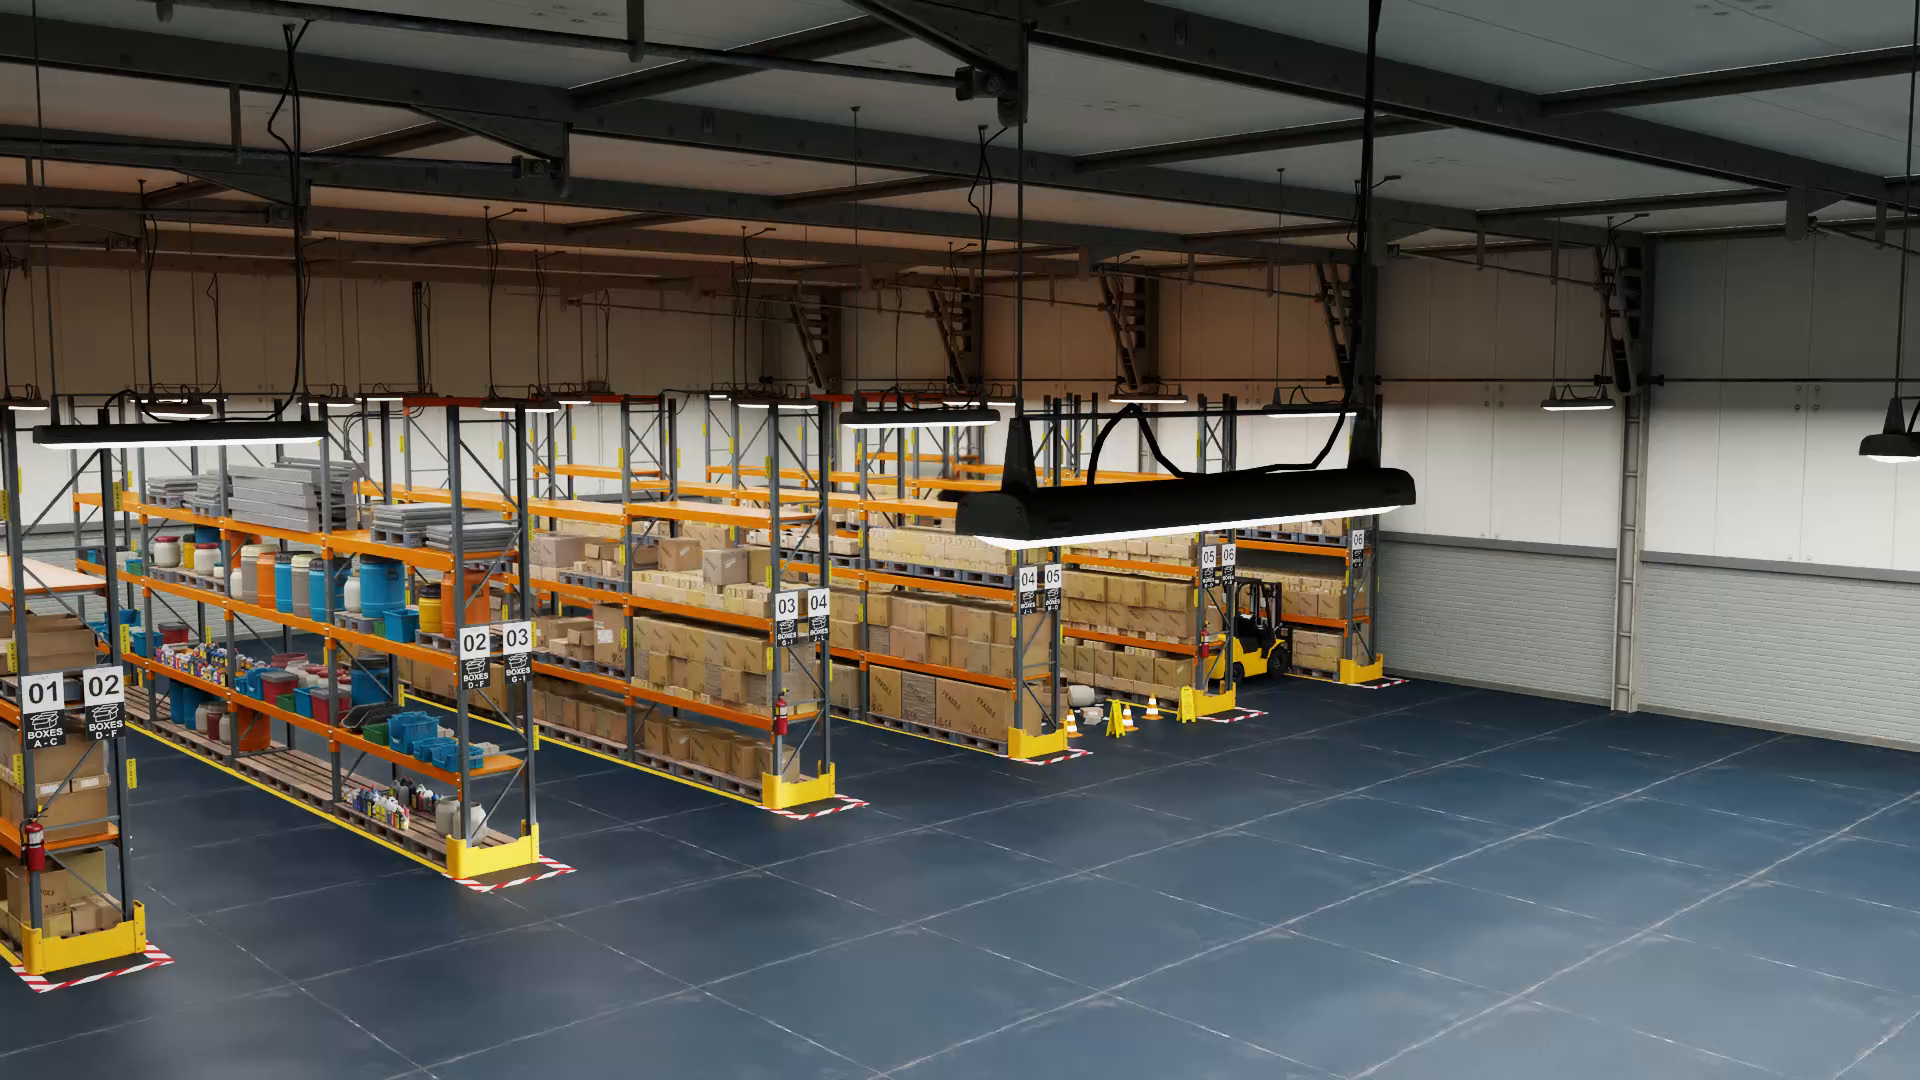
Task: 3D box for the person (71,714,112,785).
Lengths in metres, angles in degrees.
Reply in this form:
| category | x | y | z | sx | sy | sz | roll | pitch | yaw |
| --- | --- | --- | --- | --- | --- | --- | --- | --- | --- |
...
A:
| category | x | y | z | sx | sy | sz | roll | pitch | yaw |
| --- | --- | --- | --- | --- | --- | --- | --- | --- | --- |
| person | -13.625 | 2.995 | 26.092 | 0.849 | 1.658 | 0.607 | 4 | 7 | 34 |
